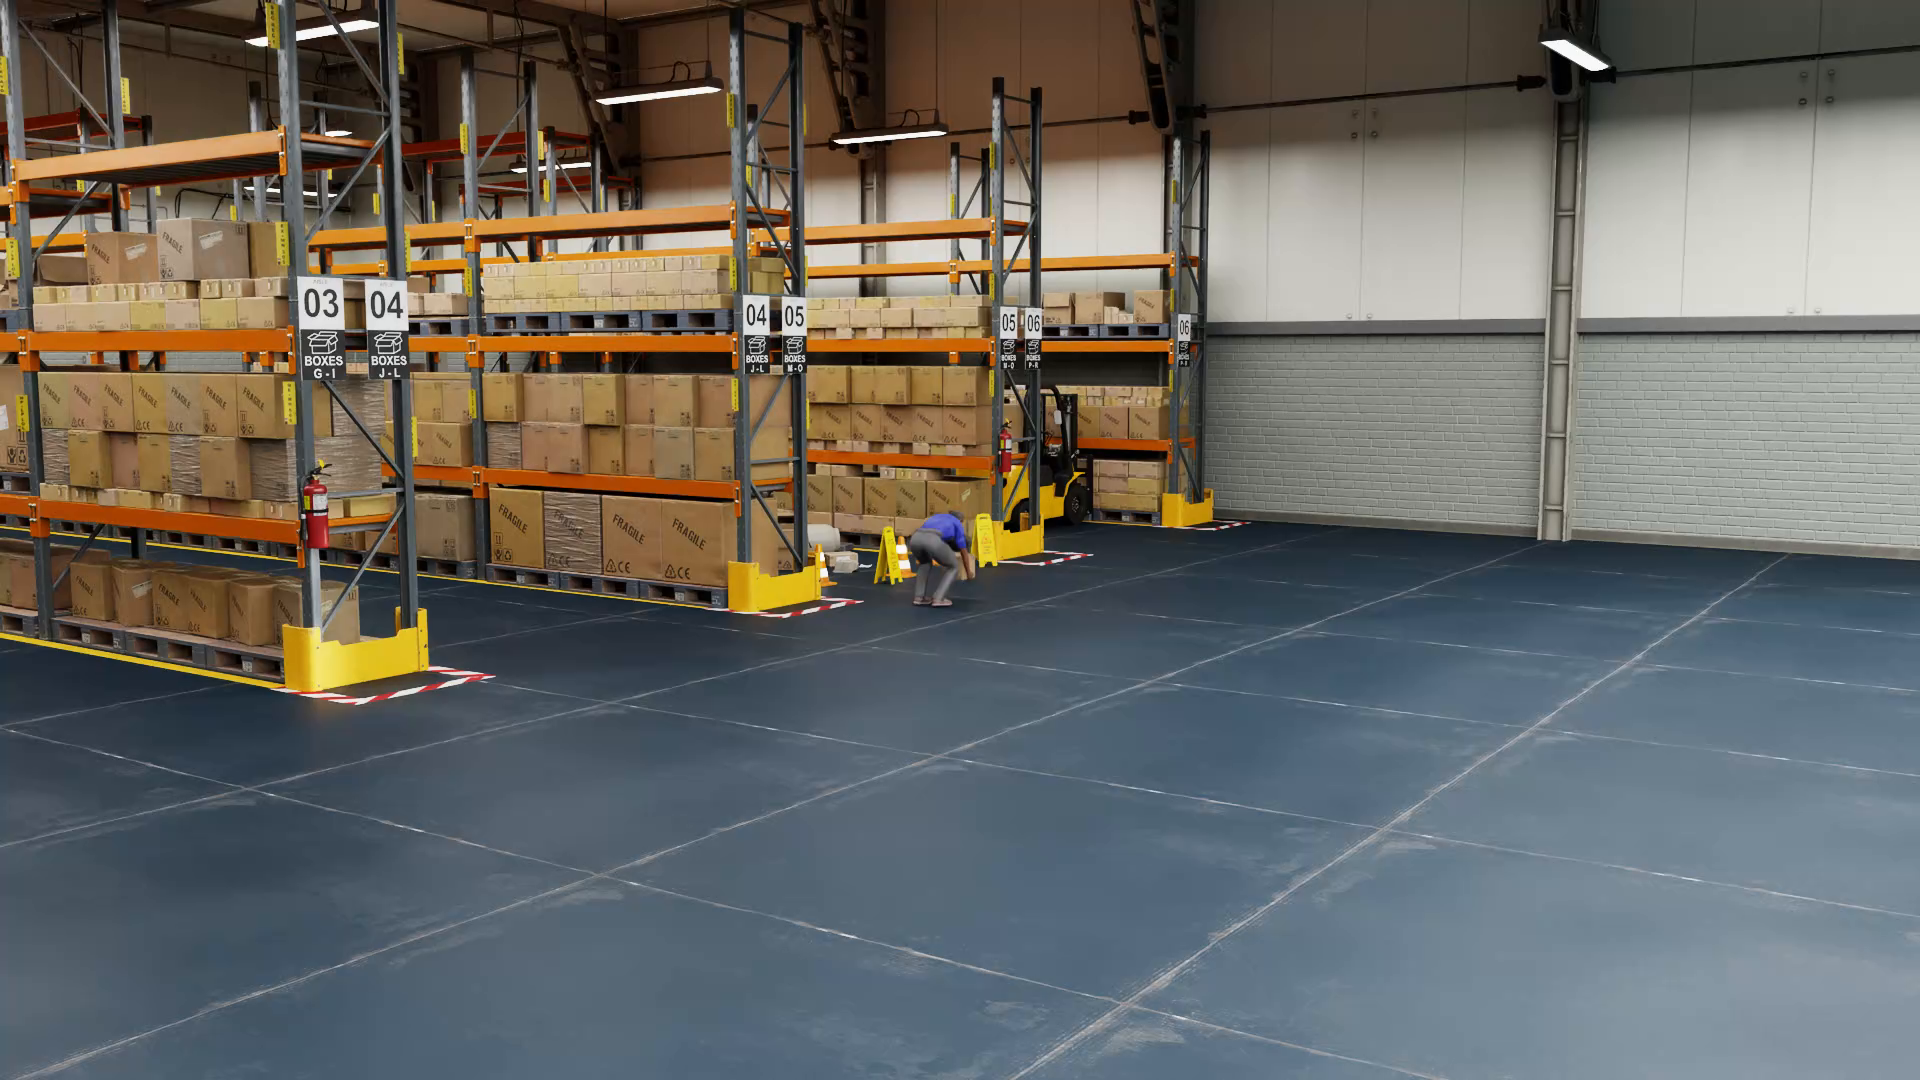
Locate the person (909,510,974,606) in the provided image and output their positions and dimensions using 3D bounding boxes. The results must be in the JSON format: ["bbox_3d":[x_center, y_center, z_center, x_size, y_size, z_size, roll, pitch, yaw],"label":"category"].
[{"bbox_3d":[-0.205,0.187,17.461,0.468,0.971,0.861,4,7,31],"label":"person"}]
